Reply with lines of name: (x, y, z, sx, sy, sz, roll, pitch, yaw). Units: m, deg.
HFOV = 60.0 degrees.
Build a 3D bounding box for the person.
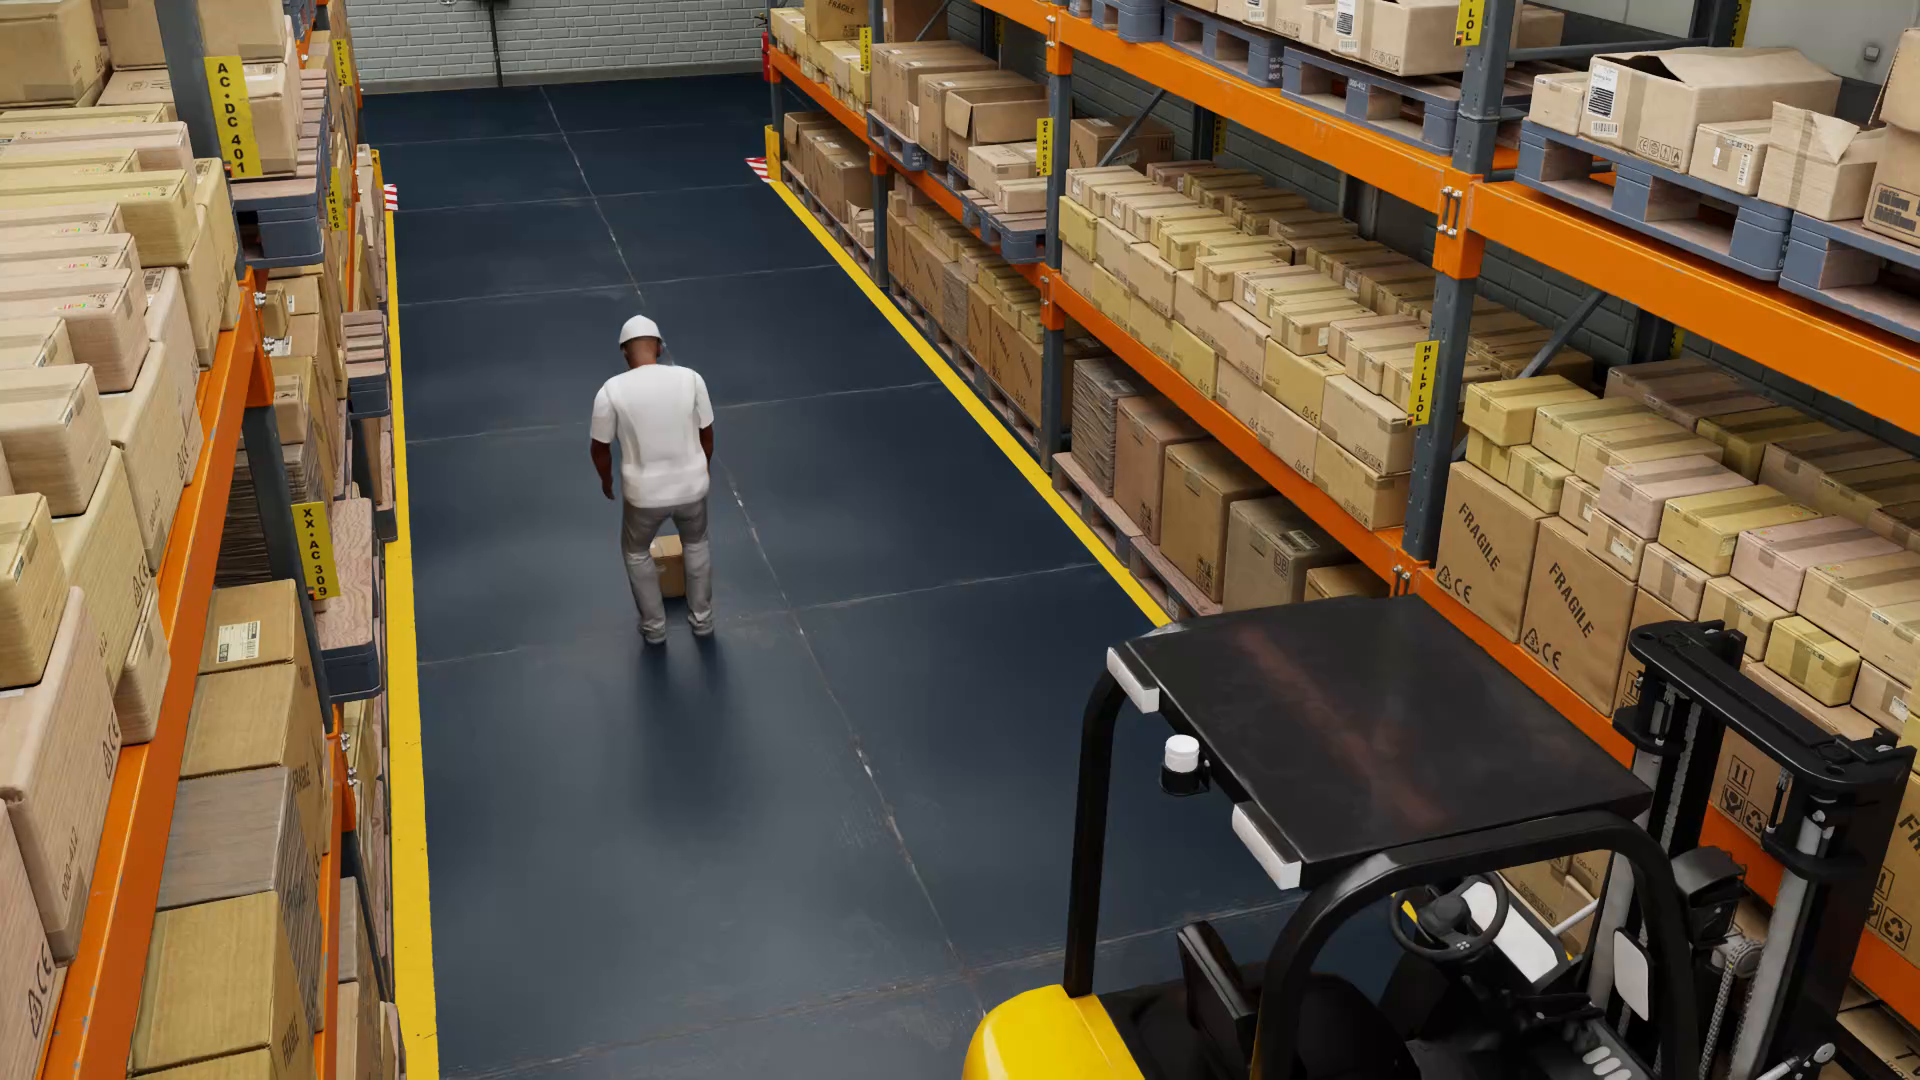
person: (-1.512, -0.282, 8.294, 0.610, 1.652, 0.554, -8, 27, -15)
